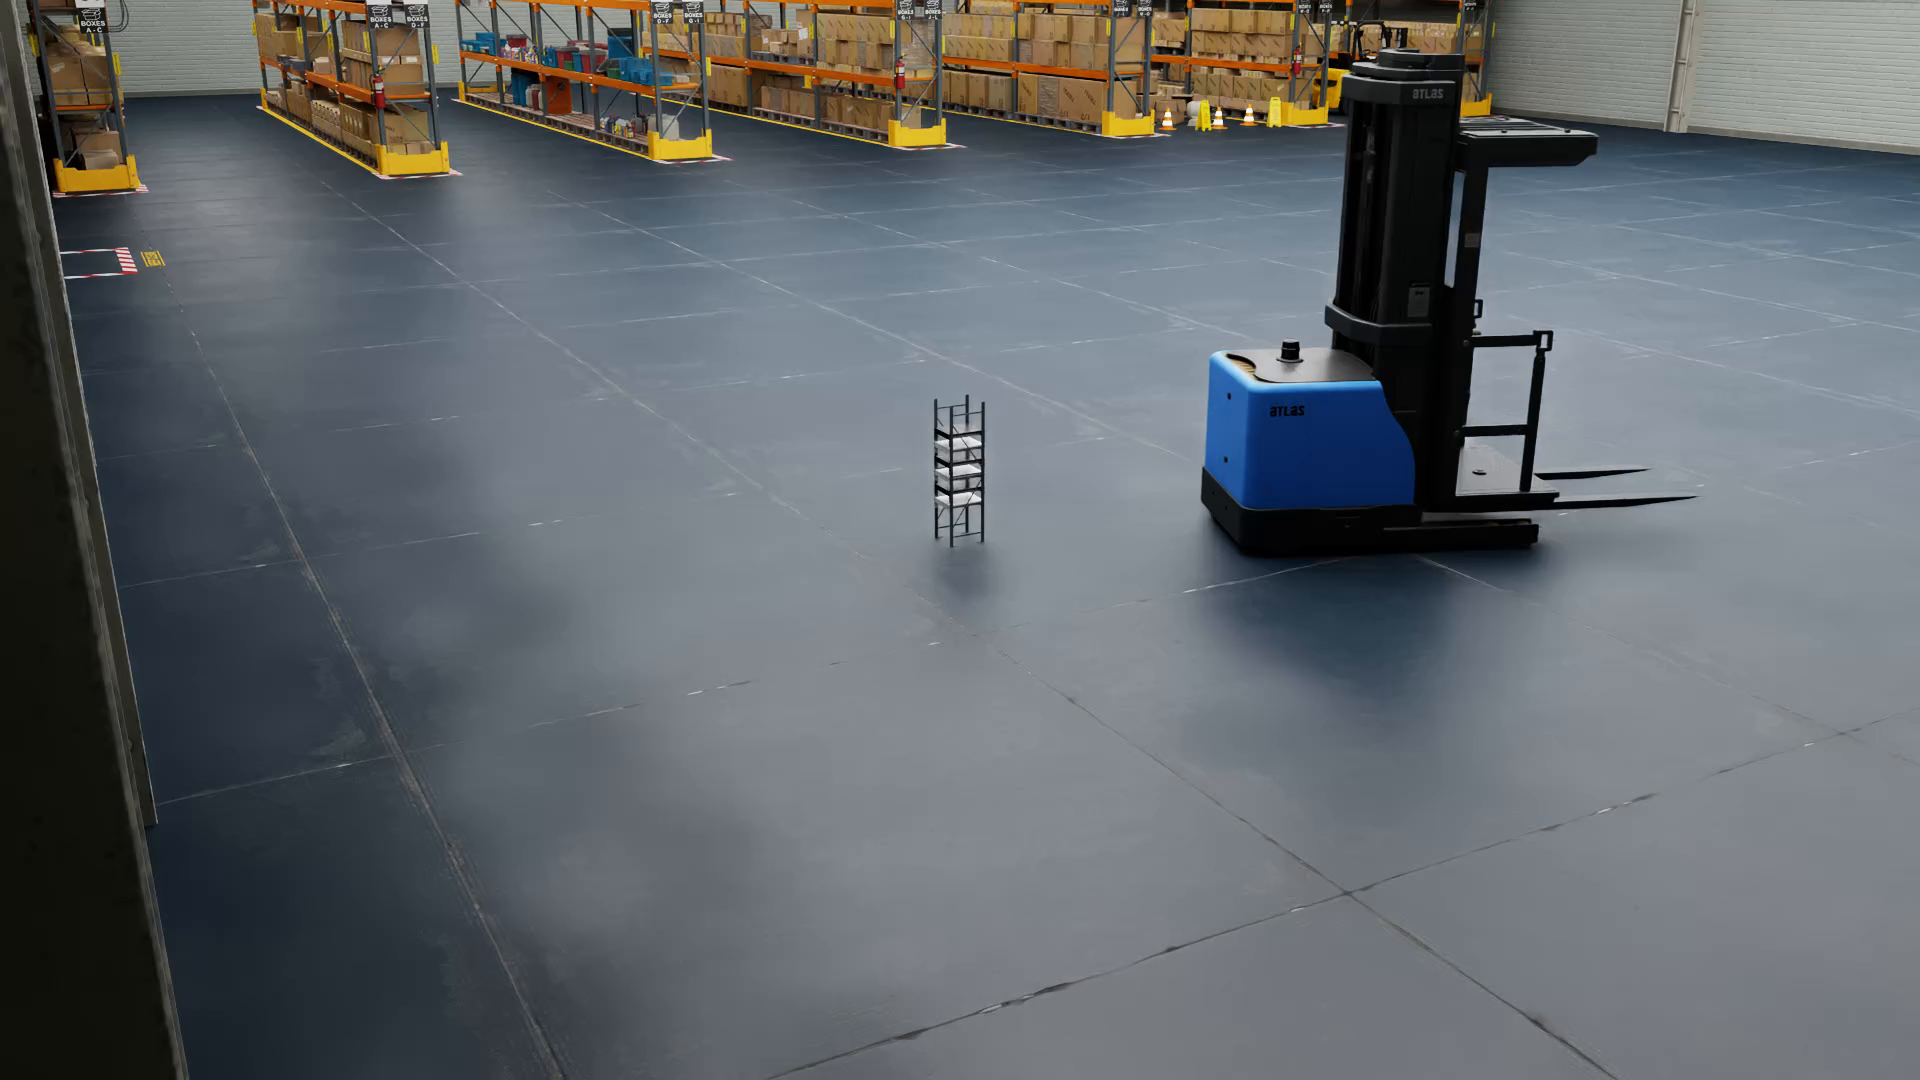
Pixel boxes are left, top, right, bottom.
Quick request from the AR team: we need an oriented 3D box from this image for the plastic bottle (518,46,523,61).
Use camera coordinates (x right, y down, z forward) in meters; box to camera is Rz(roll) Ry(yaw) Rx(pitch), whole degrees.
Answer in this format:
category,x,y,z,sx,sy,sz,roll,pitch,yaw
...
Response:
category,x,y,z,sx,sy,sz,roll,pitch,yaw
plastic bottle,-10.284,-11.410,38.988,0.144,0.351,0.185,-10,21,-27

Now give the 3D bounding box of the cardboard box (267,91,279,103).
category,x,y,z,sx,sy,sz,roll,pitch,yaw
cardboard box,-16.898,-11.007,41.285,0.500,0.250,0.500,-10,21,-27

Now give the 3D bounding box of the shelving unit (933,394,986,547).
category,x,y,z,sx,sy,sz,roll,pitch,yaw
shelving unit,-0.004,-0.428,10.305,0.258,0.900,0.210,-10,21,-27

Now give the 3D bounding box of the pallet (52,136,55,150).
category,x,y,z,sx,sy,sz,roll,pitch,yaw
pallet,-17.333,-7.834,32.825,1.003,0.211,1.213,-10,21,-27

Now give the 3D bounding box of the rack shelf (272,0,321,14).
category,x,y,z,sx,sy,sz,roll,pitch,yaw
rack shelf,-14.294,-11.797,36.540,1.077,0.370,4.000,-10,21,-27

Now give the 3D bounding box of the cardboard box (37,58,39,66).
category,x,y,z,sx,sy,sz,roll,pitch,yaw
cardboard box,-18.879,-10.109,34.501,0.500,0.500,0.500,-9,21,-25

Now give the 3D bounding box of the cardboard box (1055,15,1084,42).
category,x,y,z,sx,sy,sz,roll,pitch,yaw
cardboard box,2.590,-11.273,36.630,0.875,0.550,0.500,-10,21,-27

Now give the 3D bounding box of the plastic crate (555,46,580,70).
category,x,y,z,sx,sy,sz,roll,pitch,yaw
plastic crate,-8.486,-10.431,35.976,0.402,0.464,0.583,-10,21,-27

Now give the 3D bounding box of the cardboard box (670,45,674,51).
category,x,y,z,sx,sy,sz,roll,pitch,yaw
cardboard box,-7.446,-13.040,44.023,0.380,0.149,0.250,-10,21,-26

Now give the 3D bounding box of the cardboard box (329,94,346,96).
category,x,y,z,sx,sy,sz,roll,pitch,yaw
cardboard box,-13.797,-9.641,36.943,0.500,0.500,0.500,-10,22,-27

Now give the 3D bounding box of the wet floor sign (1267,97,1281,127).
category,x,y,z,sx,sy,sz,roll,pitch,yaw
wet floor sign,7.044,-9.584,37.230,0.267,0.644,0.232,-3,19,-8

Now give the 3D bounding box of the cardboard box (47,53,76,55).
category,x,y,z,sx,sy,sz,roll,pitch,yaw
cardboard box,-14.545,-7.622,26.985,0.500,0.500,0.500,-10,21,-26

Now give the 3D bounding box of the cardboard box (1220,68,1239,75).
category,x,y,z,sx,sy,sz,roll,pitch,yaw
cardboard box,6.421,-11.145,39.572,0.380,0.149,0.250,-9,21,-24

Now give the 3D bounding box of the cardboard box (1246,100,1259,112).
category,x,y,z,sx,sy,sz,roll,pitch,yaw
cardboard box,7.036,-10.156,38.851,0.500,0.250,0.500,-10,21,-26

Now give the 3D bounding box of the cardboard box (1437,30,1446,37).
category,x,y,z,sx,sy,sz,roll,pitch,yaw
cardboard box,11.703,-12.166,39.956,0.380,0.149,0.250,-10,21,-26

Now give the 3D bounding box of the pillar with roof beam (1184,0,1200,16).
category,x,y,z,sx,sy,sz,roll,pitch,yaw
pillar with roof beam,3.238,-17.640,47.772,9.100,9.000,0.400,-10,21,-27

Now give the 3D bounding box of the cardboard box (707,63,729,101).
category,x,y,z,sx,sy,sz,roll,pitch,yaw
cardboard box,-5.778,-11.584,42.031,1.225,0.875,0.875,-11,22,-29

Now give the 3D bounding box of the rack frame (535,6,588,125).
category,x,y,z,sx,sy,sz,roll,pitch,yaw
rack frame,-8.984,-10.912,37.468,1.000,3.000,0.127,-10,21,-27

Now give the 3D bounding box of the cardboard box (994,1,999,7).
category,x,y,z,sx,sy,sz,roll,pitch,yaw
cardboard box,1.219,-15.604,48.388,0.380,0.149,0.250,-10,22,-28

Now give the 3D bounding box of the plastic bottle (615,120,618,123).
category,x,y,z,sx,sy,sz,roll,pitch,yaw
plastic bottle,-6.874,-8.295,33.394,0.097,0.271,0.097,0,19,0

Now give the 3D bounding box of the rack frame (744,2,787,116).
category,x,y,z,sx,sy,sz,roll,pitch,yaw
rack frame,-4.625,-11.679,39.692,1.000,3.000,0.127,-10,21,-27

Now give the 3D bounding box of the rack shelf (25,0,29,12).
category,x,y,z,sx,sy,sz,roll,pitch,yaw
rack shelf,-20.552,-12.177,37.641,1.077,0.370,4.000,-10,21,-27

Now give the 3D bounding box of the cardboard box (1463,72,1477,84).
category,x,y,z,sx,sy,sz,roll,pitch,yaw
cardboard box,12.200,-11.226,40.418,0.500,0.250,0.500,-10,22,-27

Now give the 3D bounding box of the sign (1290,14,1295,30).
category,x,y,z,sx,sy,sz,roll,pitch,yaw
sign,7.398,-11.534,37.012,0.100,0.325,0.005,-10,21,-27

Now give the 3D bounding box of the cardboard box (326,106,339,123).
category,x,y,z,sx,sy,sz,roll,pitch,yaw
cardboard box,-12.377,-8.525,33.263,0.500,0.311,0.500,-10,21,-27

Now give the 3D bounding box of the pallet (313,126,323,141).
category,x,y,z,sx,sy,sz,roll,pitch,yaw
pallet,-12.988,-8.585,35.000,1.003,0.211,1.213,-10,21,-27

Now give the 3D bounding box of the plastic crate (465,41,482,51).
category,x,y,z,sx,sy,sz,roll,pitch,yaw
plastic crate,-12.642,-12.846,43.240,0.416,0.233,0.300,-10,21,-27

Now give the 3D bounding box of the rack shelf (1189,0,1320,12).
category,x,y,z,sx,sy,sz,roll,pitch,yaw
rack shelf,6.946,-12.569,38.777,1.077,0.370,4.000,-10,21,-27

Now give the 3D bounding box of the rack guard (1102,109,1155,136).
category,x,y,z,sx,sy,sz,roll,pitch,yaw
rack guard,3.599,-8.933,35.566,1.175,0.500,0.348,-10,21,-27

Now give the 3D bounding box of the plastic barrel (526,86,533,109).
category,x,y,z,sx,sy,sz,roll,pitch,yaw
plastic barrel,-10.114,-10.544,39.574,0.421,0.512,0.421,0,19,0

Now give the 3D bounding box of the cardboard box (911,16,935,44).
category,x,y,z,sx,sy,sz,roll,pitch,yaw
cardboard box,-0.847,-10.243,33.388,0.500,0.500,0.500,-10,21,-27

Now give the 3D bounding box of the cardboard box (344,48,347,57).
category,x,y,z,sx,sy,sz,roll,pitch,yaw
cardboard box,-11.369,-9.172,31.279,0.380,0.149,0.250,-10,21,-26

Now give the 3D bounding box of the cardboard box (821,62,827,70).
category,x,y,z,sx,sy,sz,roll,pitch,yaw
cardboard box,-2.781,-10.230,35.877,0.380,0.149,0.250,-10,21,-27

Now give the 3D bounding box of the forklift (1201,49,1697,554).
category,x,y,z,sx,sy,sz,roll,pitch,yaw
forklift,3.145,-1.498,10.292,3.031,2.935,1.130,-2,19,-7

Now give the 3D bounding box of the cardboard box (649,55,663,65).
category,x,y,z,sx,sy,sz,roll,pitch,yaw
cardboard box,-8.049,-12.998,46.129,0.875,0.875,0.875,-10,21,-27

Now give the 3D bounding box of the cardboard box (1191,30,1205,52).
category,x,y,z,sx,sy,sz,roll,pitch,yaw
cardboard box,5.960,-12.084,40.256,0.500,0.500,0.500,-10,21,-27

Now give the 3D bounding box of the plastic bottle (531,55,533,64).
category,x,y,z,sx,sy,sz,roll,pitch,yaw
plastic bottle,-9.746,-10.998,38.023,0.097,0.201,0.097,0,19,0

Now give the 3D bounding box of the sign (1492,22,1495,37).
category,x,y,z,sx,sy,sz,roll,pitch,yaw
sign,12.753,-12.218,39.806,0.100,0.325,0.005,-10,21,-27

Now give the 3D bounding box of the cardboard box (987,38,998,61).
category,x,y,z,sx,sy,sz,roll,pitch,yaw
cardboard box,0.965,-11.570,39.225,0.500,0.500,0.500,-10,22,-27

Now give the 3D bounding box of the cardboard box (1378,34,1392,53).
category,x,y,z,sx,sy,sz,roll,pitch,yaw
cardboard box,10.847,-12.423,41.694,0.500,0.500,0.500,-10,22,-27

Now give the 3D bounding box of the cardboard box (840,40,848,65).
category,x,y,z,sx,sy,sz,roll,pitch,yaw
cardboard box,-2.034,-10.303,35.095,0.875,0.500,0.500,-10,21,-27

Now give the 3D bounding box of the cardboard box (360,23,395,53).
category,x,y,z,sx,sy,sz,roll,pitch,yaw
cardboard box,-10.276,-8.955,29.657,0.700,0.500,0.500,-10,21,-26

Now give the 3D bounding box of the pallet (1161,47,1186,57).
category,x,y,z,sx,sy,sz,roll,pitch,yaw
pallet,5.761,-12.217,41.545,1.003,0.211,1.213,-10,21,-27

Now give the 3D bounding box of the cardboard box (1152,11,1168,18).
category,x,y,z,sx,sy,sz,roll,pitch,yaw
cardboard box,5.122,-13.481,42.667,0.380,0.149,0.250,-11,22,-29

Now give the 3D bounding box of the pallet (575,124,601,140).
category,x,y,z,sx,sy,sz,roll,pitch,yaw
pallet,-7.491,-8.665,35.231,1.003,0.211,1.213,-10,21,-27

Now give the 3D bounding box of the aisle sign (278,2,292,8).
category,x,y,z,sx,sy,sz,roll,pitch,yaw
aisle sign,-16.906,-13.738,41.674,0.394,0.787,0.004,-10,21,-27

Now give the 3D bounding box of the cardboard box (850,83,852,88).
category,x,y,z,sx,sy,sz,roll,pitch,yaw
cardboard box,-2.829,-12.630,46.176,0.380,0.149,0.250,-11,22,-28

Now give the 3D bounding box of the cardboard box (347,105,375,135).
category,x,y,z,sx,sy,sz,roll,pitch,yaw
cardboard box,-11.026,-7.782,30.820,0.500,0.500,0.500,-10,21,-27

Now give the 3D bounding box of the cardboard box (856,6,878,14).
category,x,y,z,sx,sy,sz,roll,pitch,yaw
cardboard box,-2.572,-14.320,45.204,0.500,0.500,0.500,-11,22,-29

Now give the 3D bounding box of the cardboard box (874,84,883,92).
category,x,y,z,sx,sy,sz,roll,pitch,yaw
cardboard box,-1.994,-12.330,44.767,0.500,0.500,0.500,-9,21,-25

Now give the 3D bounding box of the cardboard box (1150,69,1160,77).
category,x,y,z,sx,sy,sz,roll,pitch,yaw
cardboard box,5.871,-14.255,50.705,0.396,0.266,0.258,-9,21,-25
